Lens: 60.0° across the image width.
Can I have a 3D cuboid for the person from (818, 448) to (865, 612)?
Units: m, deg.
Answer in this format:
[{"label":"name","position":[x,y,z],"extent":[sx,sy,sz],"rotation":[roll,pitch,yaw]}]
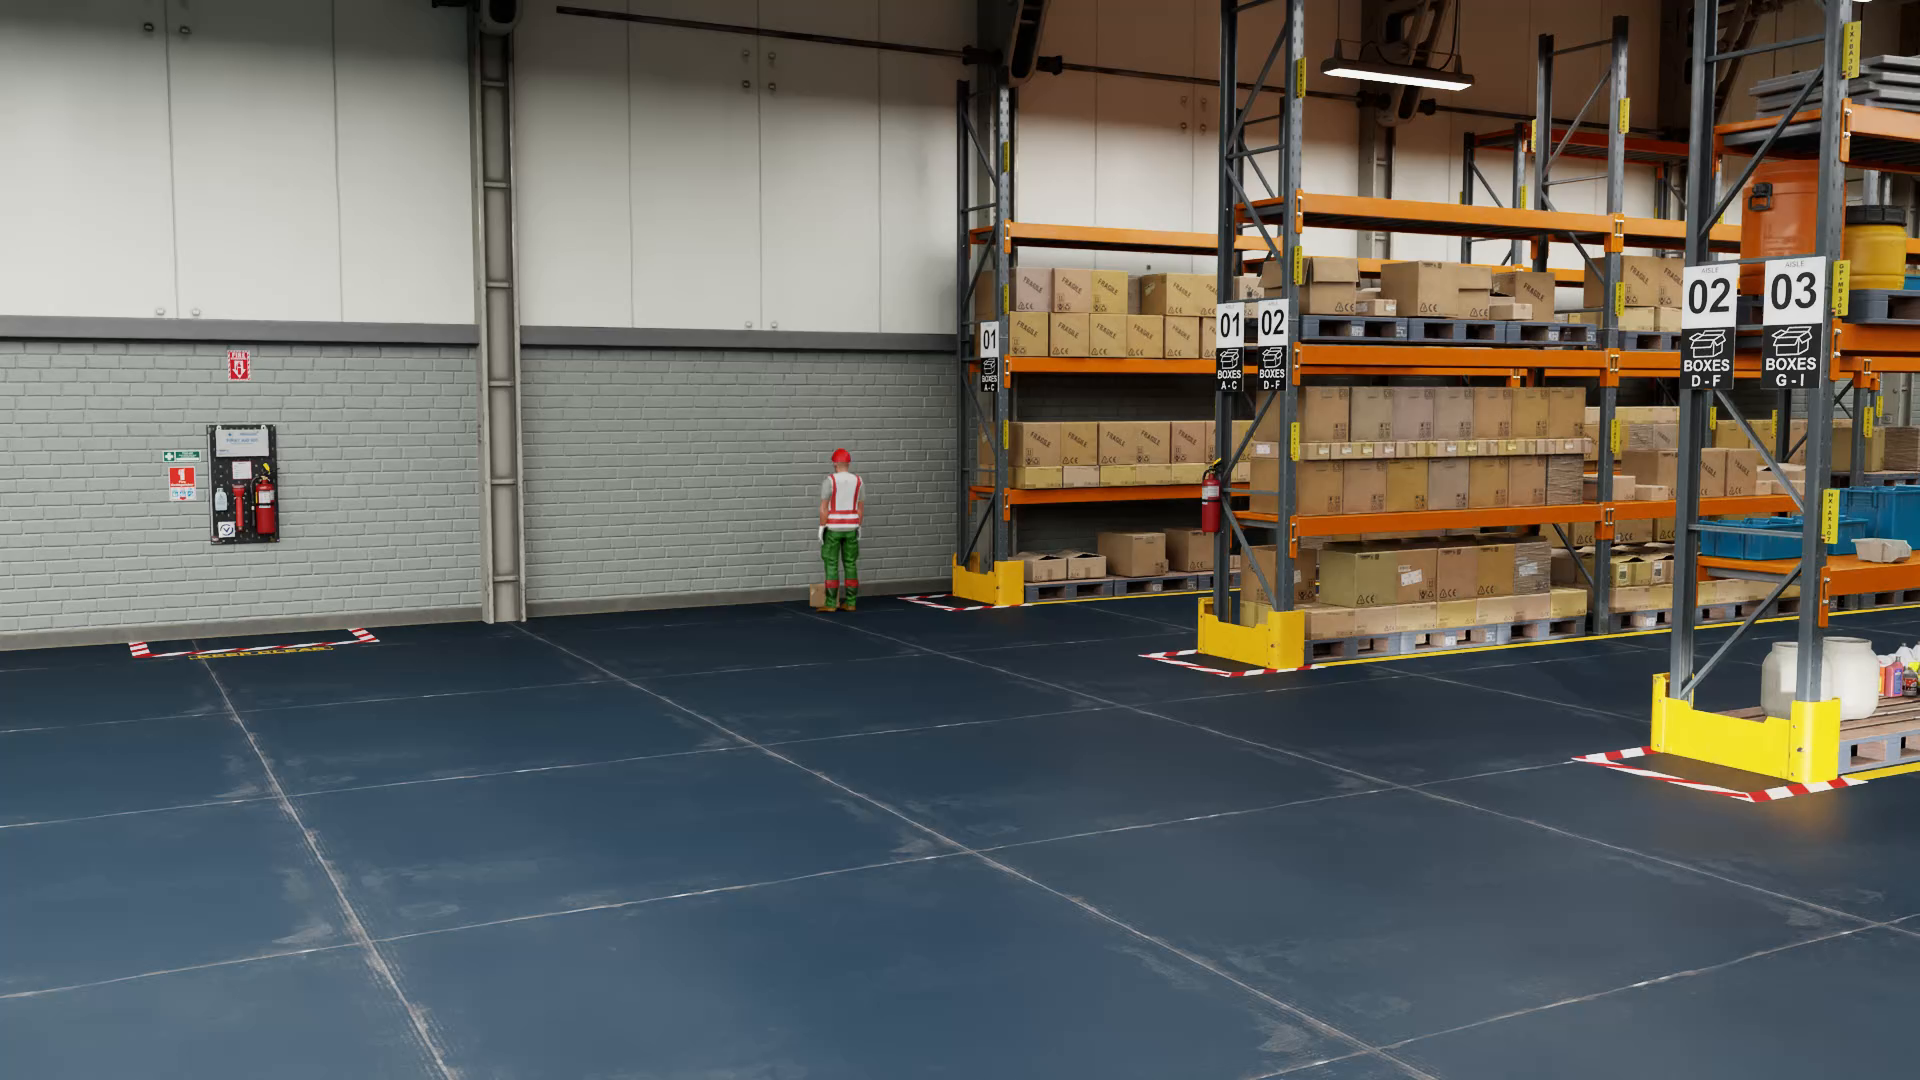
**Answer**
[{"label":"person","position":[-1.318,-0.107,18.267],"extent":[0.533,1.799,0.375],"rotation":[-3,6,-27]}]
